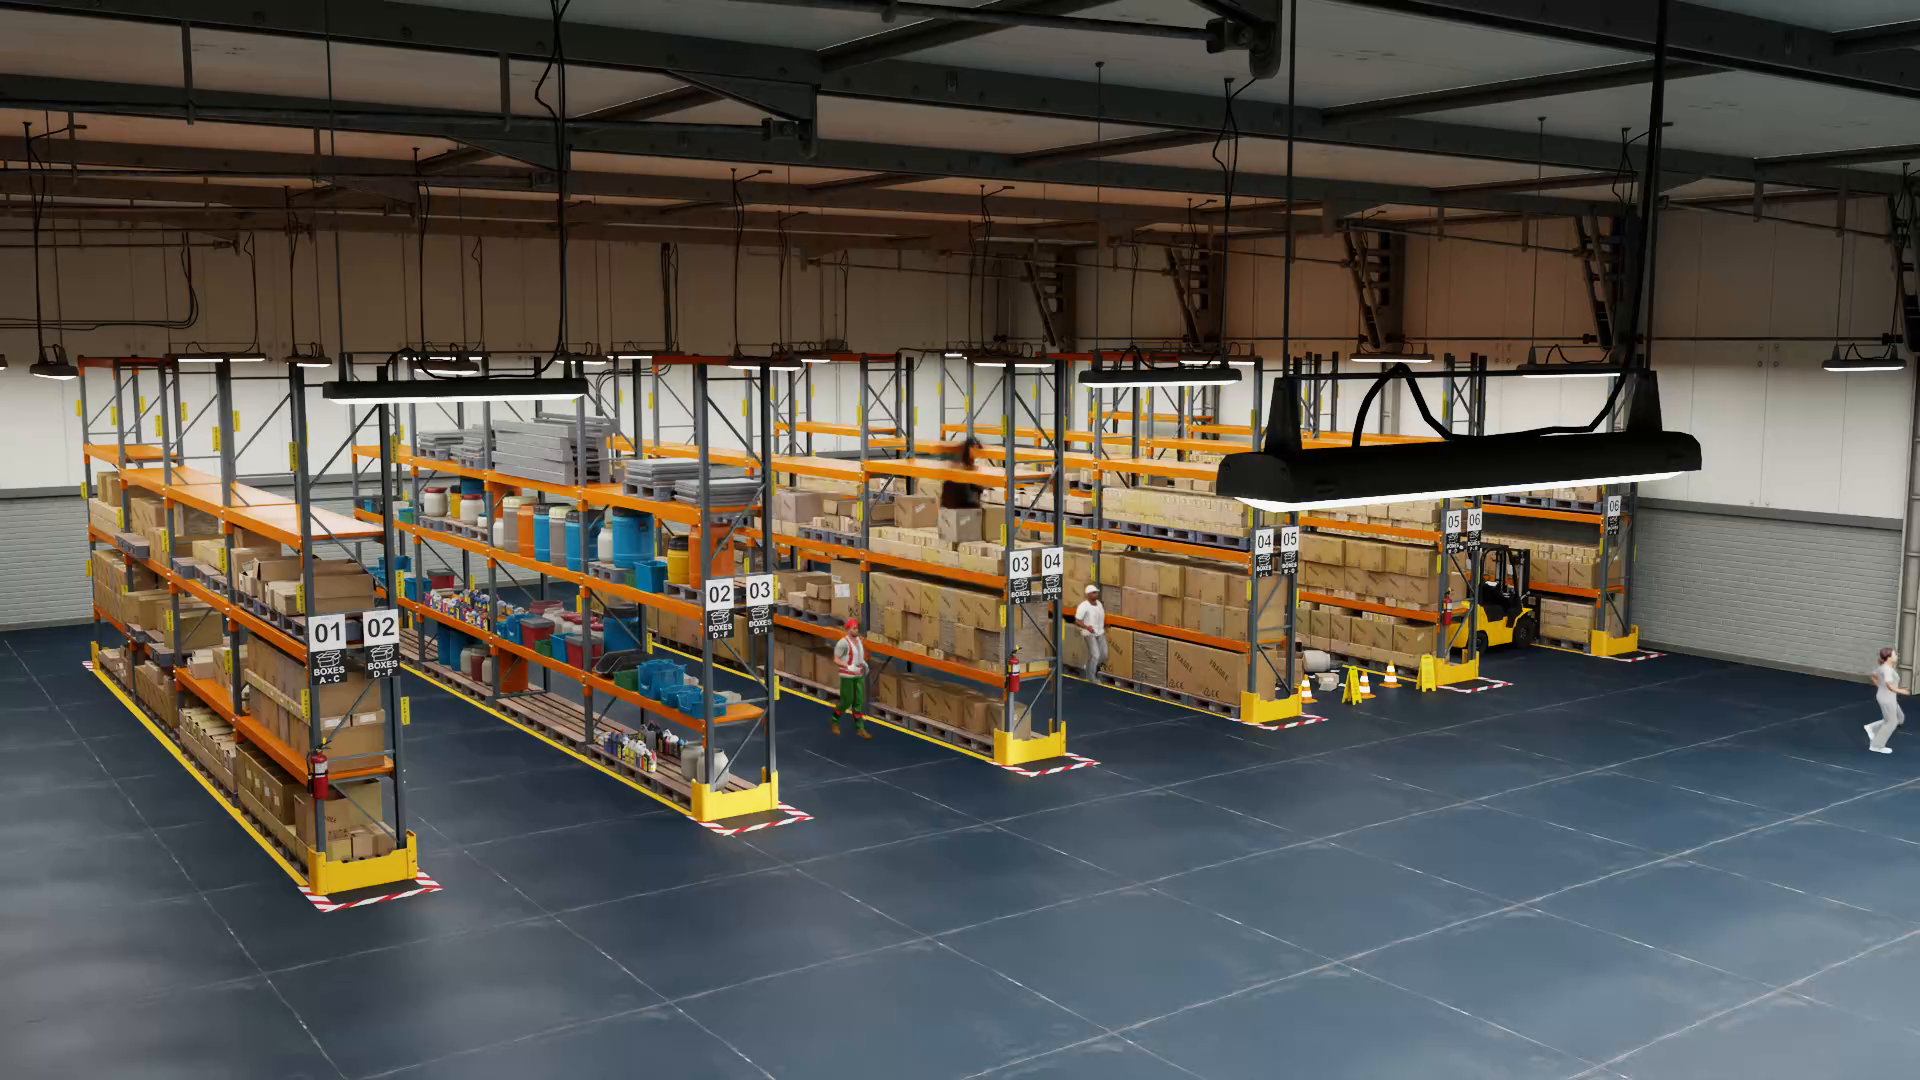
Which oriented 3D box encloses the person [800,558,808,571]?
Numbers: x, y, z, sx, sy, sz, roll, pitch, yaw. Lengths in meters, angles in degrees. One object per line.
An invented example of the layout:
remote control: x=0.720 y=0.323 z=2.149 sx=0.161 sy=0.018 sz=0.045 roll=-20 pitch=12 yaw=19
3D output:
person: x=-3.951 y=0.380 z=42.049 sx=0.884 sy=1.685 sz=0.569 roll=-6 pitch=9 yaw=-42

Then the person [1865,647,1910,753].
person: x=14.207 y=2.447 z=25.451 sx=0.559 sy=1.631 sz=0.560 roll=2 pitch=7 yaw=18

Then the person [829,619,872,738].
person: x=-1.657 y=2.091 z=25.325 sx=0.786 sy=1.809 sz=0.686 roll=6 pitch=9 yaw=40

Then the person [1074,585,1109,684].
person: x=2.341 y=1.654 z=29.165 sx=0.696 sy=1.735 sz=0.558 roll=-6 pitch=9 yaw=-40
